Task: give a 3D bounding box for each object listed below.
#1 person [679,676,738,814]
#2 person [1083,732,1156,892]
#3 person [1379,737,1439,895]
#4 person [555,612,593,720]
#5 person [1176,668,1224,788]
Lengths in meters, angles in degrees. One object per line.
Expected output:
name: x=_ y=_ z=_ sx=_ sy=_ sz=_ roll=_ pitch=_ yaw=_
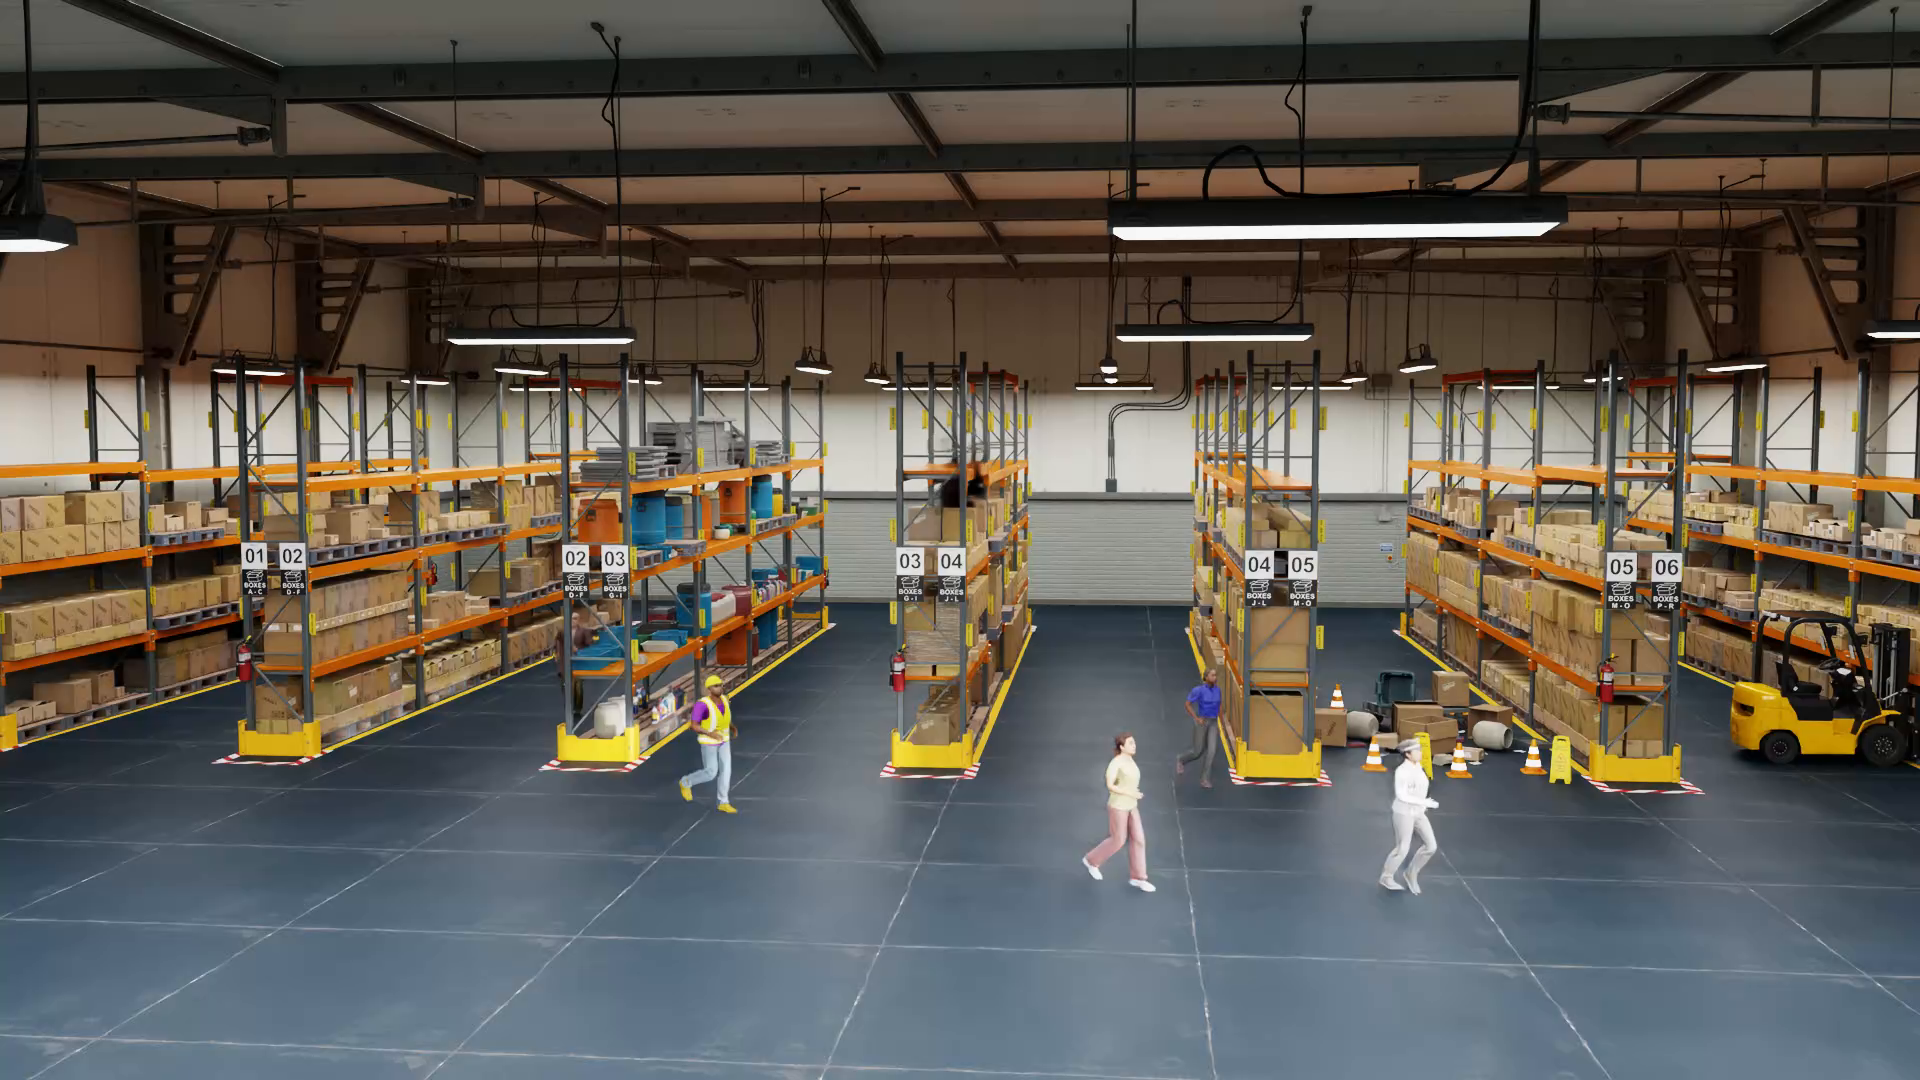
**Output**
person: x=-3.203 y=2.615 z=21.454 sx=0.862 sy=1.760 sz=0.708 roll=3 pitch=5 yaw=37
person: x=1.729 y=2.897 z=17.898 sx=0.846 sy=1.686 sz=0.597 roll=3 pitch=5 yaw=34
person: x=4.781 y=2.921 z=17.588 sx=0.628 sy=1.714 sz=0.674 roll=-4 pitch=6 yaw=-45
person: x=-6.528 y=2.126 z=28.059 sx=0.685 sy=1.815 sz=0.746 roll=0 pitch=4 yaw=-3
person: x=3.416 y=2.571 z=23.021 sx=0.643 sy=1.605 sz=0.765 roll=-2 pitch=5 yaw=-26
